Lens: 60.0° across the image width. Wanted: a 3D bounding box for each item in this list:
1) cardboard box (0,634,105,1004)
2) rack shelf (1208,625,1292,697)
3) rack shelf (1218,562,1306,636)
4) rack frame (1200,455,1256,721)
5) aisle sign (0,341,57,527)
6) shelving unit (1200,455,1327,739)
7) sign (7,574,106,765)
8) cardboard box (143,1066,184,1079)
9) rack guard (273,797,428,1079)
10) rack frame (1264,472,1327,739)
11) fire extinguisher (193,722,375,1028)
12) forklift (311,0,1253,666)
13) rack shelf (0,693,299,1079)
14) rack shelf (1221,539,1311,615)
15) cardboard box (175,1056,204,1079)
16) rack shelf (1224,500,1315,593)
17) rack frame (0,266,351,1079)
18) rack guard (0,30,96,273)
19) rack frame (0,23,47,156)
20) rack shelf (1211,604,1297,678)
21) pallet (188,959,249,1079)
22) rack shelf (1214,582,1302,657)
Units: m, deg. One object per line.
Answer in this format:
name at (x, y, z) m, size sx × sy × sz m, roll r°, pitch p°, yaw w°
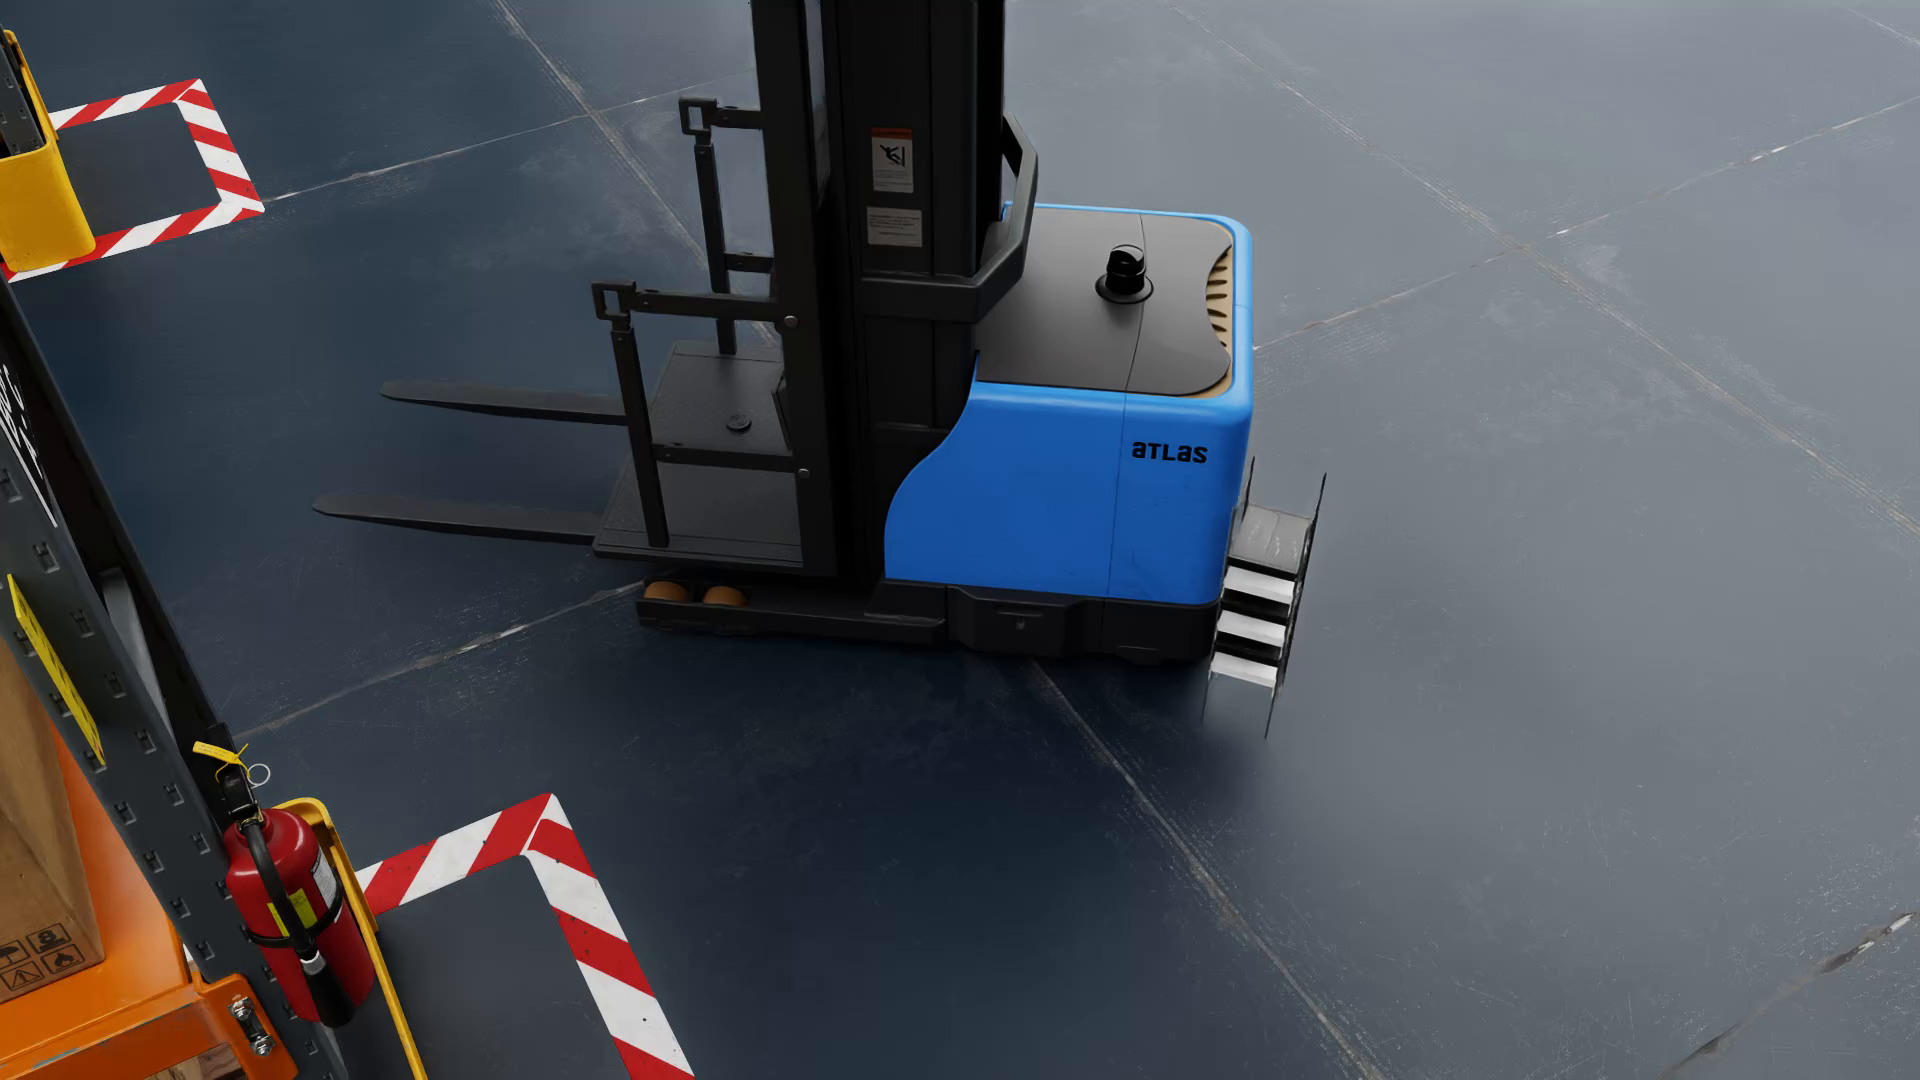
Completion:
cardboard box at (-1.970, 0.477, 3.033) m, size 0.500 × 0.500 × 0.700 m, roll -22°, pitch 48°, yaw -21°
rack shelf at (0.887, 0.339, 5.061) m, size 0.200 × 0.077 × 0.258 m, roll 15°, pitch 46°, yaw 15°
rack shelf at (0.887, 0.145, 4.873) m, size 0.200 × 0.077 × 0.258 m, roll 15°, pitch 46°, yaw 15°
rack frame at (0.792, 0.161, 4.938) m, size 0.006 × 0.900 × 0.240 m, roll 15°, pitch 46°, yaw 15°
aisle sign at (-1.356, -0.420, 2.162) m, size 0.004 × 0.787 × 0.394 m, roll -22°, pitch 48°, yaw -21°
shelving unit at (0.887, 0.186, 4.912) m, size 0.210 × 0.900 × 0.258 m, roll 15°, pitch 46°, yaw 15°
sign at (-1.301, 0.190, 2.398) m, size 0.005 × 0.325 × 0.100 m, roll -22°, pitch 48°, yaw -21°
cardboard box at (-1.876, 1.291, 3.400) m, size 0.500 × 0.500 × 0.500 m, roll -22°, pitch 48°, yaw -21°
rack guard at (-1.538, 1.247, 4.106) m, size 0.348 × 0.500 × 1.175 m, roll -22°, pitch 48°, yaw -21°
rack frame at (0.982, 0.211, 4.886) m, size 0.006 × 0.900 × 0.240 m, roll 15°, pitch 46°, yaw 15°
fire extinguisher at (-1.225, 0.626, 3.007) m, size 0.183 × 0.674 × 0.296 m, roll -22°, pitch 48°, yaw -21°
forklift at (-0.620, -1.101, 4.780) m, size 3.031 × 2.935 × 1.130 m, roll 5°, pitch 44°, yaw 5°
rack shelf at (-3.293, 1.311, 2.762) m, size 4.000 × 0.370 × 1.077 m, roll -22°, pitch 48°, yaw -21°
rack shelf at (0.887, 0.081, 4.810) m, size 0.200 × 0.077 × 0.258 m, roll 15°, pitch 46°, yaw 15°
cardboard box at (-2.135, 1.246, 3.985) m, size 0.500 × 0.250 × 0.500 m, roll -22°, pitch 48°, yaw -21°
rack shelf at (0.887, 0.016, 4.747) m, size 0.200 × 0.077 × 0.258 m, roll 15°, pitch 46°, yaw 15°
rack frame at (-1.559, 0.359, 3.227) m, size 0.127 × 3.000 × 1.000 m, roll -22°, pitch 48°, yaw -21°
rack guard at (-4.066, -1.682, 7.124) m, size 0.348 × 0.500 × 1.175 m, roll -22°, pitch 48°, yaw -21°
rack frame at (-4.024, -2.634, 6.310) m, size 0.127 × 3.000 × 1.000 m, roll -22°, pitch 48°, yaw -21°
rack shelf at (0.887, 0.275, 4.998) m, size 0.200 × 0.077 × 0.258 m, roll 15°, pitch 46°, yaw 15°
pallet at (-2.201, 1.650, 3.898) m, size 1.213 × 0.211 × 1.003 m, roll -22°, pitch 48°, yaw -21°
rack shelf at (0.887, 0.210, 4.935) m, size 0.200 × 0.077 × 0.258 m, roll 15°, pitch 46°, yaw 15°
